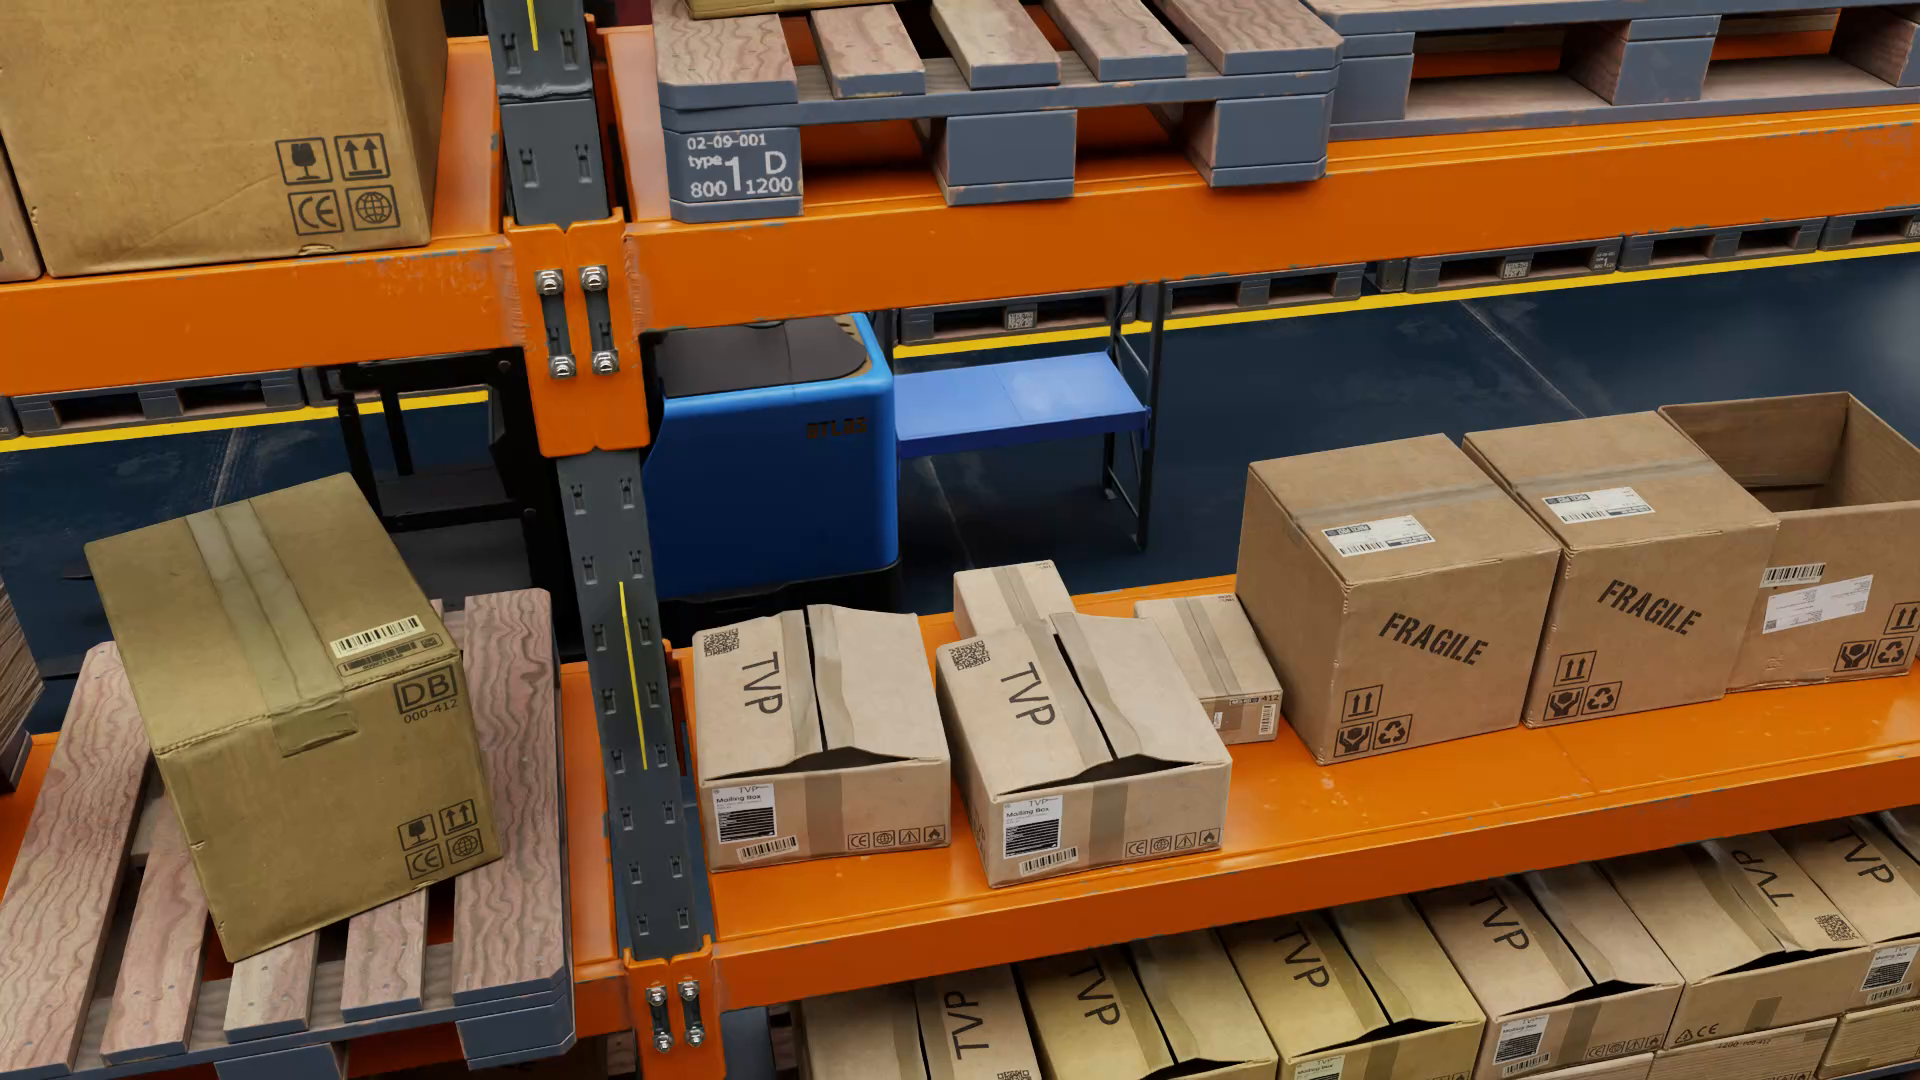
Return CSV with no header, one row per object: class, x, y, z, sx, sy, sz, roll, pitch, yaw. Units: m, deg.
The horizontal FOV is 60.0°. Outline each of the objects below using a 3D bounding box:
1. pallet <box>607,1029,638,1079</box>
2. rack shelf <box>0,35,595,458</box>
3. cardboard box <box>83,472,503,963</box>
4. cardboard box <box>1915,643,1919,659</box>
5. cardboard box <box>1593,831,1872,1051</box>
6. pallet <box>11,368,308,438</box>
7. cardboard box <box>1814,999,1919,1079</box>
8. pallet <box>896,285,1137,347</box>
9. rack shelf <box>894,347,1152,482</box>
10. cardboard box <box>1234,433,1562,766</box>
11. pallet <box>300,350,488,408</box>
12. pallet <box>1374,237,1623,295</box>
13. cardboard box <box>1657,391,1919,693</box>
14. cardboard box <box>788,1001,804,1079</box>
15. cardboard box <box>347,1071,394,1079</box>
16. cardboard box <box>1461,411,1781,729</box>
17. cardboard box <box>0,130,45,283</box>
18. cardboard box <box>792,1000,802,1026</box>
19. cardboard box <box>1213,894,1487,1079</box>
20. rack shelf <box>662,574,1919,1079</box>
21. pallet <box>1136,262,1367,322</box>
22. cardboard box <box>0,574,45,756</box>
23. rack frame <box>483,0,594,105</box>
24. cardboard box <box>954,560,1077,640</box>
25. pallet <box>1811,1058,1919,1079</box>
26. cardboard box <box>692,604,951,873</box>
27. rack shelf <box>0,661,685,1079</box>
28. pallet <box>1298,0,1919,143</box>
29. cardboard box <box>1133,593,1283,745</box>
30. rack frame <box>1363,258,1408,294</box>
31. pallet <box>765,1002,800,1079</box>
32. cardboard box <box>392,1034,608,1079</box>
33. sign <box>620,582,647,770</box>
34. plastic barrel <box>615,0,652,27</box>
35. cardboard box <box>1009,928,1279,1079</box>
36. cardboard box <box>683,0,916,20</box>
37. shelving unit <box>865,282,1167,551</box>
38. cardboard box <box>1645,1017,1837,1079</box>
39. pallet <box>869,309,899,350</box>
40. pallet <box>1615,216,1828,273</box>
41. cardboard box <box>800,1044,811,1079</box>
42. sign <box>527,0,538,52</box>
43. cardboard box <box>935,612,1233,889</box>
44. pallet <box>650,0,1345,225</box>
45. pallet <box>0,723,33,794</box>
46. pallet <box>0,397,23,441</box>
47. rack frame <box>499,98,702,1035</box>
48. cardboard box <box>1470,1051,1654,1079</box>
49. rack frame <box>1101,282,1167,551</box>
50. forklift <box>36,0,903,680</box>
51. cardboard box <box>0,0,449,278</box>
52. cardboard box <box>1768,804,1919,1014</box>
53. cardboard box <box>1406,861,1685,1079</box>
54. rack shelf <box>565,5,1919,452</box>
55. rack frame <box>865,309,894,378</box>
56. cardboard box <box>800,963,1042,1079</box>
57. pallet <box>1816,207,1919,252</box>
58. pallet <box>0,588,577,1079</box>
pallet,-1.406,1.610,4.162,1.213,0.211,1.003,-7,35,-11
rack shelf,-2.620,-0.320,2.489,4.000,0.370,1.077,-7,35,-11
cardboard box,-1.259,0.304,3.139,0.500,0.500,0.700,-19,38,-26
cardboard box,2.415,0.153,3.951,0.258,0.266,0.396,-8,35,-12
cardboard box,1.907,0.957,4.220,0.500,0.311,0.500,-7,35,-11
pallet,-3.706,-0.886,7.881,1.213,0.211,1.003,-7,35,-11
cardboard box,2.398,1.126,4.471,0.500,0.250,0.500,-8,35,-11
pallet,0.193,-1.376,8.611,1.213,0.211,1.003,-7,35,-11
rack shelf,0.183,-0.498,6.470,1.000,0.185,0.538,-8,35,-11
cardboard box,0.964,0.124,3.783,0.500,0.500,0.500,-9,35,-13
pallet,-2.518,-1.034,8.102,1.213,0.211,1.003,-7,35,-11
pallet,2.807,-1.706,9.102,1.213,0.211,1.003,-7,35,-11
cardboard box,1.966,-0.002,3.972,0.500,0.500,0.500,-5,34,-7
cardboard box,-0.210,1.151,4.434,0.500,0.250,0.500,-6,34,-9
cardboard box,-1.530,1.479,3.703,0.500,0.500,0.500,-6,34,-9
cardboard box,1.477,0.059,3.880,0.500,0.500,0.500,-7,35,-10
cardboard box,-1.585,-0.772,2.426,0.500,0.500,0.910,-7,35,-11
cardboard box,-0.213,0.917,4.279,0.500,0.311,0.500,-6,34,-9
cardboard box,0.915,1.080,4.036,0.500,0.311,0.500,-8,35,-12
rack shelf,1.281,0.434,4.057,4.000,0.370,1.077,-7,35,-11
pallet,1.386,-1.528,8.838,1.213,0.211,1.003,-7,35,-11
cardboard box,-2.193,0.312,3.126,0.500,0.500,0.700,-1,34,-2
rack frame,-0.669,-2.110,1.819,0.127,3.000,1.000,-7,35,-11
cardboard box,0.147,0.224,3.949,0.250,0.149,0.380,-7,35,-11
pallet,2.522,1.159,4.834,1.213,0.211,1.003,-7,35,-11
cardboard box,-0.305,0.397,3.547,0.500,0.311,0.500,-5,34,-8
rack shelf,-2.620,0.925,3.325,4.000,0.370,1.077,-7,35,-11
pallet,1.063,-1.057,3.111,1.213,0.211,1.003,-6,34,-8
cardboard box,0.562,0.298,3.840,0.250,0.149,0.380,-5,34,-7
rack frame,2.143,-2.804,8.236,0.127,3.000,1.000,-7,35,-11
pallet,0.142,1.459,4.387,1.213,0.211,1.003,-7,35,-11
cardboard box,-1.176,1.137,4.213,0.500,0.500,0.500,-6,34,-9
sign,-0.540,0.227,2.752,0.005,0.325,0.100,-7,35,-11
plastic barrel,-1.373,-2.590,7.796,0.708,0.536,0.600,-7,35,-11
cardboard box,0.417,1.141,3.945,0.500,0.311,0.500,-8,35,-12
cardboard box,-0.239,-1.063,2.708,0.500,0.250,0.500,-10,35,-14
shelving unit,0.183,-0.648,6.369,1.048,1.500,0.538,-8,35,-11
cardboard box,1.899,1.189,4.377,0.500,0.250,0.500,-6,34,-9
pallet,-0.994,-1.228,8.391,1.213,0.211,1.003,-7,35,-11
pallet,4.000,-1.857,9.328,1.213,0.211,1.003,-7,35,-11
cardboard box,-0.094,1.443,3.998,0.500,0.250,0.500,-7,35,-11
sign,-0.552,-0.784,2.071,0.005,0.325,0.100,-7,35,-11
cardboard box,0.246,0.413,3.522,0.500,0.311,0.500,-8,35,-11
pallet,-0.027,-0.918,2.904,1.003,0.211,1.213,-6,34,-8
pallet,-2.565,0.702,3.184,1.213,0.211,1.003,-7,35,-11
pallet,-4.898,-0.734,7.655,1.213,0.211,1.003,-7,35,-11
rack frame,-0.669,0.381,3.491,0.127,3.000,1.000,-7,35,-11
cardboard box,1.402,1.251,4.284,0.500,0.250,0.500,-6,34,-10
rack frame,0.677,-0.715,6.469,0.032,1.500,0.500,-8,35,-11
forklift,-1.786,-0.945,5.527,3.031,2.935,1.130,-8,35,-11
cardboard box,-1.087,-0.834,2.520,0.500,0.500,0.910,-7,35,-11
cardboard box,2.394,0.897,4.310,0.500,0.311,0.500,-6,34,-9
cardboard box,1.416,1.016,4.131,0.500,0.311,0.500,-8,35,-11
rack shelf,1.281,-0.812,3.222,4.000,0.370,1.077,-7,35,-11
rack frame,-0.311,-0.581,6.269,0.032,1.500,0.500,-8,35,-11
cardboard box,-0.094,1.211,3.842,0.500,0.311,0.500,-6,34,-9
pallet,5.187,-2.005,9.549,1.213,0.211,1.003,-7,35,-11
pallet,-1.315,0.582,3.363,1.003,0.211,1.213,-7,35,-11
